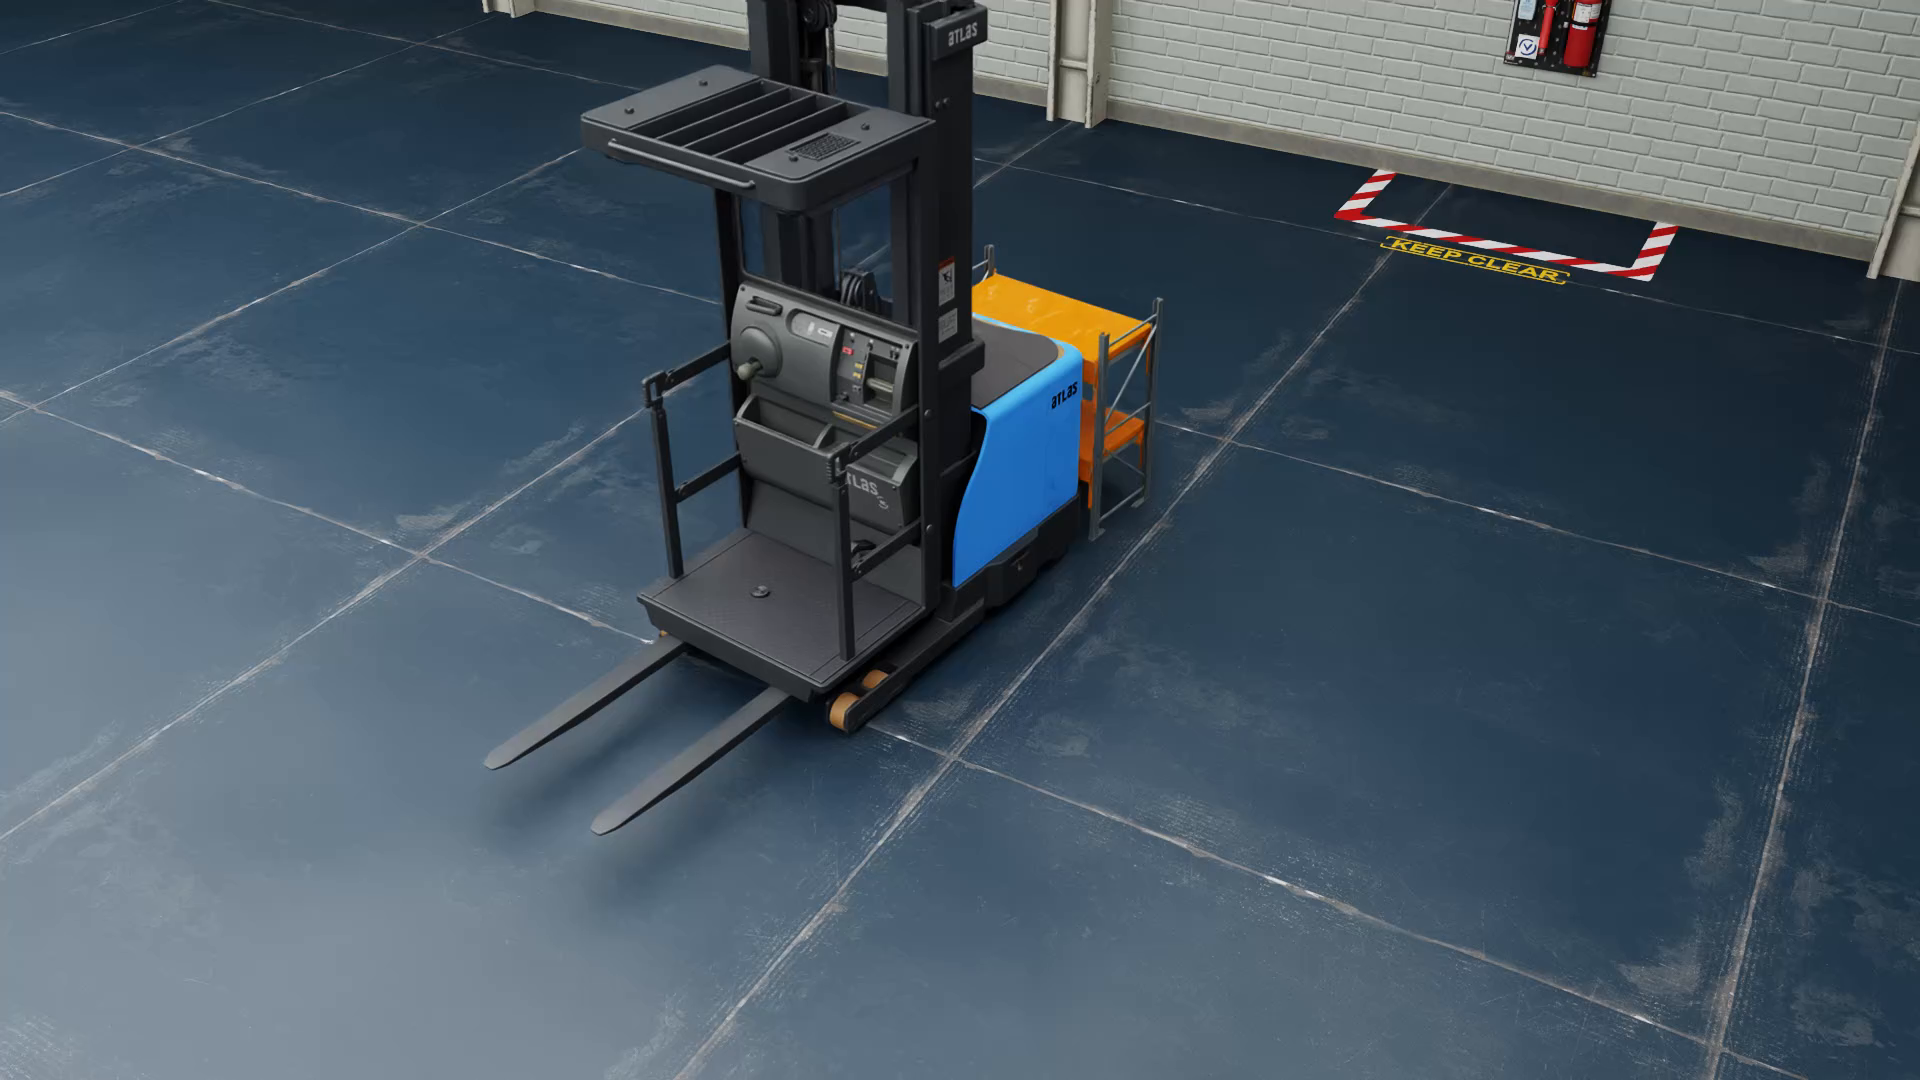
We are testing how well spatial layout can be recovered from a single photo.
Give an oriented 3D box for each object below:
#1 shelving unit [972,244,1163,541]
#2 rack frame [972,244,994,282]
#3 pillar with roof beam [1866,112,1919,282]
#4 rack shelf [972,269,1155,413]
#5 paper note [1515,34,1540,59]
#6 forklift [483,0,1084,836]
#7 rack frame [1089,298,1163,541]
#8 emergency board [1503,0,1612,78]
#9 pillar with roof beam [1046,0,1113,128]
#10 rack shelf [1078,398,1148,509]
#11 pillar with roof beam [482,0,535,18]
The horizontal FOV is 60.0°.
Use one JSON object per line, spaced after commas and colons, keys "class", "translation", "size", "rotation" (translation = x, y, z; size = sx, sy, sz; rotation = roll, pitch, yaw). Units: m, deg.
{"class": "shelving unit", "translation": [0.407, -0.754, 8.367], "size": [1.048, 1.125, 0.538], "rotation": [24, 40, 31]}
{"class": "rack frame", "translation": [0.008, -0.928, 8.629], "size": [0.032, 1.125, 0.500], "rotation": [24, 40, 31]}
{"class": "pillar with roof beam", "translation": [4.010, -3.403, 5.242], "size": [0.400, 9.000, 9.100], "rotation": [18, 37, 24]}
{"class": "rack shelf", "translation": [0.407, -0.997, 8.205], "size": [1.000, 0.278, 0.538], "rotation": [24, 40, 31]}
{"class": "paper note", "translation": [3.900, -3.391, 11.431], "size": [0.142, 0.148, 0.016], "rotation": [18, 37, 24]}
{"class": "forklift", "translation": [-0.701, -0.717, 6.682], "size": [1.130, 2.935, 3.031], "rotation": [23, 40, 30]}
{"class": "rack frame", "translation": [0.806, -0.579, 8.105], "size": [0.032, 1.125, 0.500], "rotation": [24, 40, 31]}
{"class": "emergency board", "translation": [4.020, -3.676, 11.064], "size": [0.643, 1.169, 0.194], "rotation": [18, 37, 24]}
{"class": "pillar with roof beam", "translation": [-1.199, -5.053, 7.720], "size": [0.400, 9.000, 9.100], "rotation": [18, 37, 24]}
{"class": "rack shelf", "translation": [0.407, -0.550, 8.502], "size": [1.000, 0.278, 0.538], "rotation": [24, 40, 31]}
{"class": "pillar with roof beam", "translation": [-6.408, -6.703, 10.198], "size": [0.400, 9.000, 9.100], "rotation": [18, 37, 24]}
